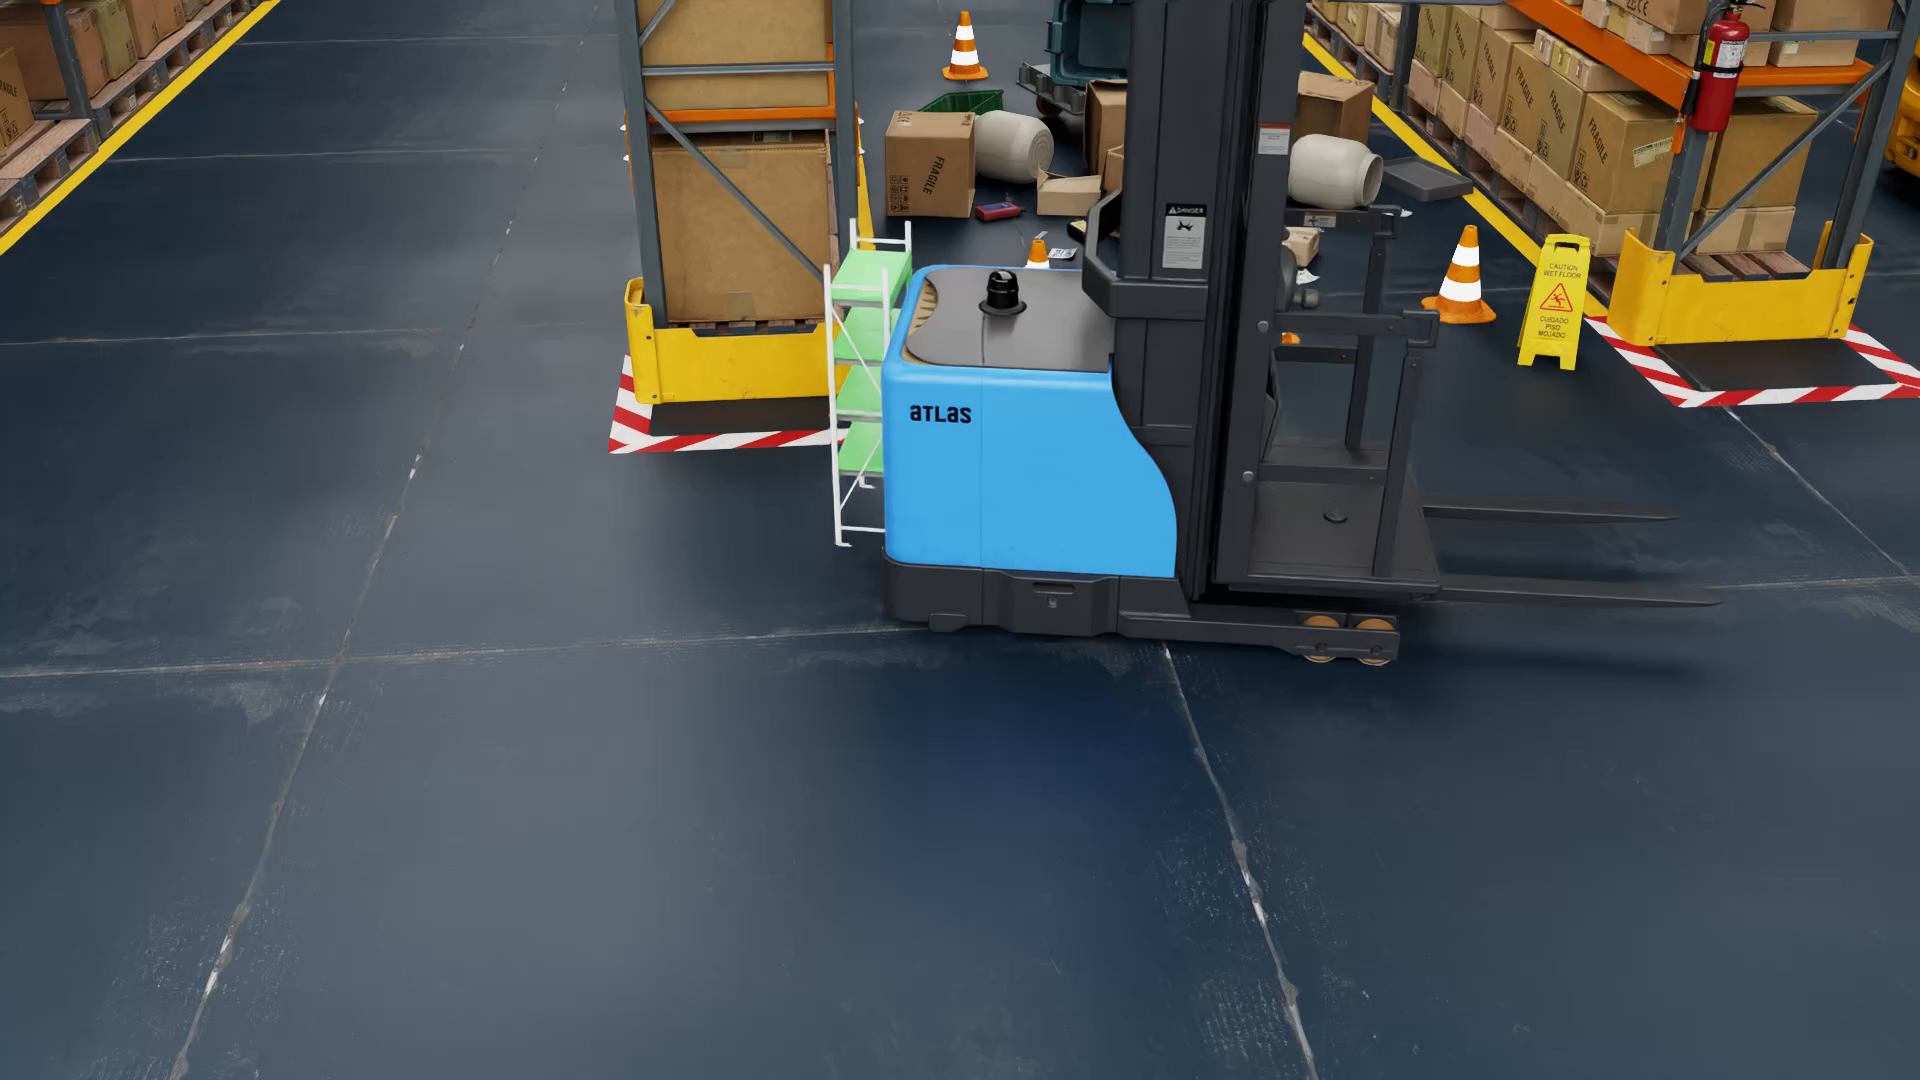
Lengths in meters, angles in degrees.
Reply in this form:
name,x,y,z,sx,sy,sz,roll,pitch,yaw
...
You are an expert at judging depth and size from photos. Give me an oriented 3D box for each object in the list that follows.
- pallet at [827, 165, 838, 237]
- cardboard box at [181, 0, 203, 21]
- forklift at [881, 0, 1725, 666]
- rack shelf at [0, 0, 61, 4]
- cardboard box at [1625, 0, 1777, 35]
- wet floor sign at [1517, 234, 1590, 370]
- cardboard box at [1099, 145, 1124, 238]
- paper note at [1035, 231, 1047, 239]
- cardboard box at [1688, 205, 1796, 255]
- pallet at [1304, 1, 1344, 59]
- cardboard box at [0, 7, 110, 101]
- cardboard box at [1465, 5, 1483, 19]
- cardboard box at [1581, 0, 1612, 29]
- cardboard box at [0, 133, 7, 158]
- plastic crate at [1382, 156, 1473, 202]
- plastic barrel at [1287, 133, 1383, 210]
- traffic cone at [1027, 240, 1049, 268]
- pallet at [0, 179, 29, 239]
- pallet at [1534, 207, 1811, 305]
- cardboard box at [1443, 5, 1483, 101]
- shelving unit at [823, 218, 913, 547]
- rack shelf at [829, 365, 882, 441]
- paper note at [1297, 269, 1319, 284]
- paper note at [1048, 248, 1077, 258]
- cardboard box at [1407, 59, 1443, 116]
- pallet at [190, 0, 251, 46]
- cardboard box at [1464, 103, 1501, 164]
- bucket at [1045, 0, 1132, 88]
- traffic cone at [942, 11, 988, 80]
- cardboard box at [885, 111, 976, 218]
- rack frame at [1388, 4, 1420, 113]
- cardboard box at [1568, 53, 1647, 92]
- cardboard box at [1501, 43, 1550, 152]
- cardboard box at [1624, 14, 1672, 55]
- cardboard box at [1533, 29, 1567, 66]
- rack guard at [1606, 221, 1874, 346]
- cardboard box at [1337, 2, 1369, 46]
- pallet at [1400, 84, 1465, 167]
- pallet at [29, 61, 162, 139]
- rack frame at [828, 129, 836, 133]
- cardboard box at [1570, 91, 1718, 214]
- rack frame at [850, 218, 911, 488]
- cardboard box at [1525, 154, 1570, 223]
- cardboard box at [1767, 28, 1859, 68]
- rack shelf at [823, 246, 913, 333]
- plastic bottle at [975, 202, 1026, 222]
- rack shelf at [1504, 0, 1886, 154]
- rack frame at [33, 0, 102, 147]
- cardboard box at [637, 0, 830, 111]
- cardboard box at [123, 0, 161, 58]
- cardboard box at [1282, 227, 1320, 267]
name,x,y,z,sx,sy,sz,roll,pitch,yaw
pallet,-1.229,-1.880,9.691,1.003,0.211,1.213,-3,31,-5
cardboard box,-6.514,-4.441,13.269,0.700,0.500,0.500,-5,31,-9
forklift,1.264,-1.093,5.722,3.031,2.935,1.130,3,31,5
rack shelf,-6.100,-2.577,8.841,1.077,0.370,4.000,-3,31,-5
cardboard box,3.628,-2.774,8.082,0.500,0.500,0.500,-3,31,-5
wet floor sign,2.906,-1.181,8.097,0.267,0.644,0.232,8,32,13
cardboard box,1.269,-2.043,9.680,0.637,0.503,0.797,27,40,37
paper note,0.475,-1.785,9.729,0.032,0.001,0.123,13,33,21
cardboard box,4.153,-1.765,9.051,0.500,0.250,0.500,-3,31,-5
pallet,3.388,-4.207,13.587,1.003,0.211,1.213,-3,31,-5
cardboard box,-6.323,-3.337,11.421,0.700,0.500,0.500,-5,31,-8
cardboard box,3.368,-3.339,10.323,0.380,0.149,0.250,-2,31,-3
cardboard box,3.515,-2.799,8.755,0.380,0.149,0.250,-2,31,-4
cardboard box,-6.228,-2.516,10.065,0.500,0.500,0.500,7,32,11
plastic crate,2.910,-2.288,10.502,0.402,0.080,0.583,-14,33,-22
plastic barrel,2.253,-2.216,10.047,0.512,0.421,0.421,20,36,29
traffic cone,0.399,-1.301,8.477,0.336,0.463,0.334,-3,31,-5
pallet,-6.072,-1.745,9.465,1.003,0.211,1.213,-3,31,-5
pallet,3.906,-1.598,9.219,1.003,0.211,1.213,-3,31,-5
cardboard box,3.428,-3.117,10.584,0.500,0.500,0.500,-2,31,-3
shelving unit,-0.346,-0.611,6.603,0.258,1.200,0.503,4,31,7
rack shelf,-0.346,-0.556,6.635,0.258,0.148,0.480,4,31,7
paper note,1.883,-1.452,9.152,0.148,0.019,0.142,-14,33,-22
paper note,0.582,-1.636,9.461,0.144,0.017,0.142,8,32,13
cardboard box,3.366,-3.068,11.232,0.500,0.250,0.500,-4,31,-7
pallet,-6.589,-4.353,13.832,1.003,0.211,1.213,-3,31,-5
cardboard box,3.479,-2.525,10.324,0.500,0.250,0.500,-3,31,-5
bucket,0.969,-3.381,11.196,0.726,0.611,0.620,8,22,13
traffic cone,0.039,-3.761,12.596,0.336,0.463,0.334,-3,31,-5
cardboard box,-0.173,-2.278,10.073,0.500,0.500,0.500,2,31,4
rack frame,3.580,-4.382,11.161,1.000,3.000,0.127,-3,31,-5
cardboard box,3.518,-2.521,8.953,0.380,0.149,0.250,-2,31,-3
cardboard box,3.527,-2.582,9.689,0.500,0.500,0.500,-3,31,-6
cardboard box,3.571,-2.537,8.317,0.380,0.149,0.250,-3,31,-5
cardboard box,3.474,-2.784,9.394,0.380,0.149,0.250,-1,31,-2
rack guard,3.946,-1.305,8.448,1.175,0.500,0.348,-3,31,-5
cardboard box,3.458,-4.069,12.790,0.950,0.372,0.625,-1,31,-1
pallet,3.678,-2.844,11.305,1.003,0.211,1.213,-3,31,-5
pallet,-6.361,-3.107,11.747,1.003,0.211,1.213,-3,31,-5
rack frame,-1.339,-4.093,10.678,1.000,3.000,0.127,-3,31,-5
cardboard box,3.619,-2.058,8.811,0.500,0.500,0.500,-3,31,-4
rack frame,-0.312,-0.735,6.810,0.240,1.200,0.015,4,31,7
cardboard box,3.569,-2.004,9.452,0.500,0.250,0.500,-3,31,-4
cardboard box,4.128,-2.415,8.113,0.380,0.149,0.250,-3,31,-4
rack shelf,-0.346,-0.968,6.389,0.258,0.148,0.480,4,31,7
plastic bottle,0.246,-1.981,10.006,0.283,0.061,0.133,-14,33,-22
rack shelf,3.766,-3.052,9.636,1.077,0.370,4.000,-3,31,-5
rack frame,-6.287,-3.907,10.366,1.000,3.000,0.127,-3,31,-5
cardboard box,-1.045,-2.303,7.534,0.875,0.550,0.550,-3,31,-5
cardboard box,-6.401,-3.867,12.308,0.700,0.500,0.500,-5,31,-9
cardboard box,1.820,-1.688,9.431,0.380,0.149,0.250,13,33,21
